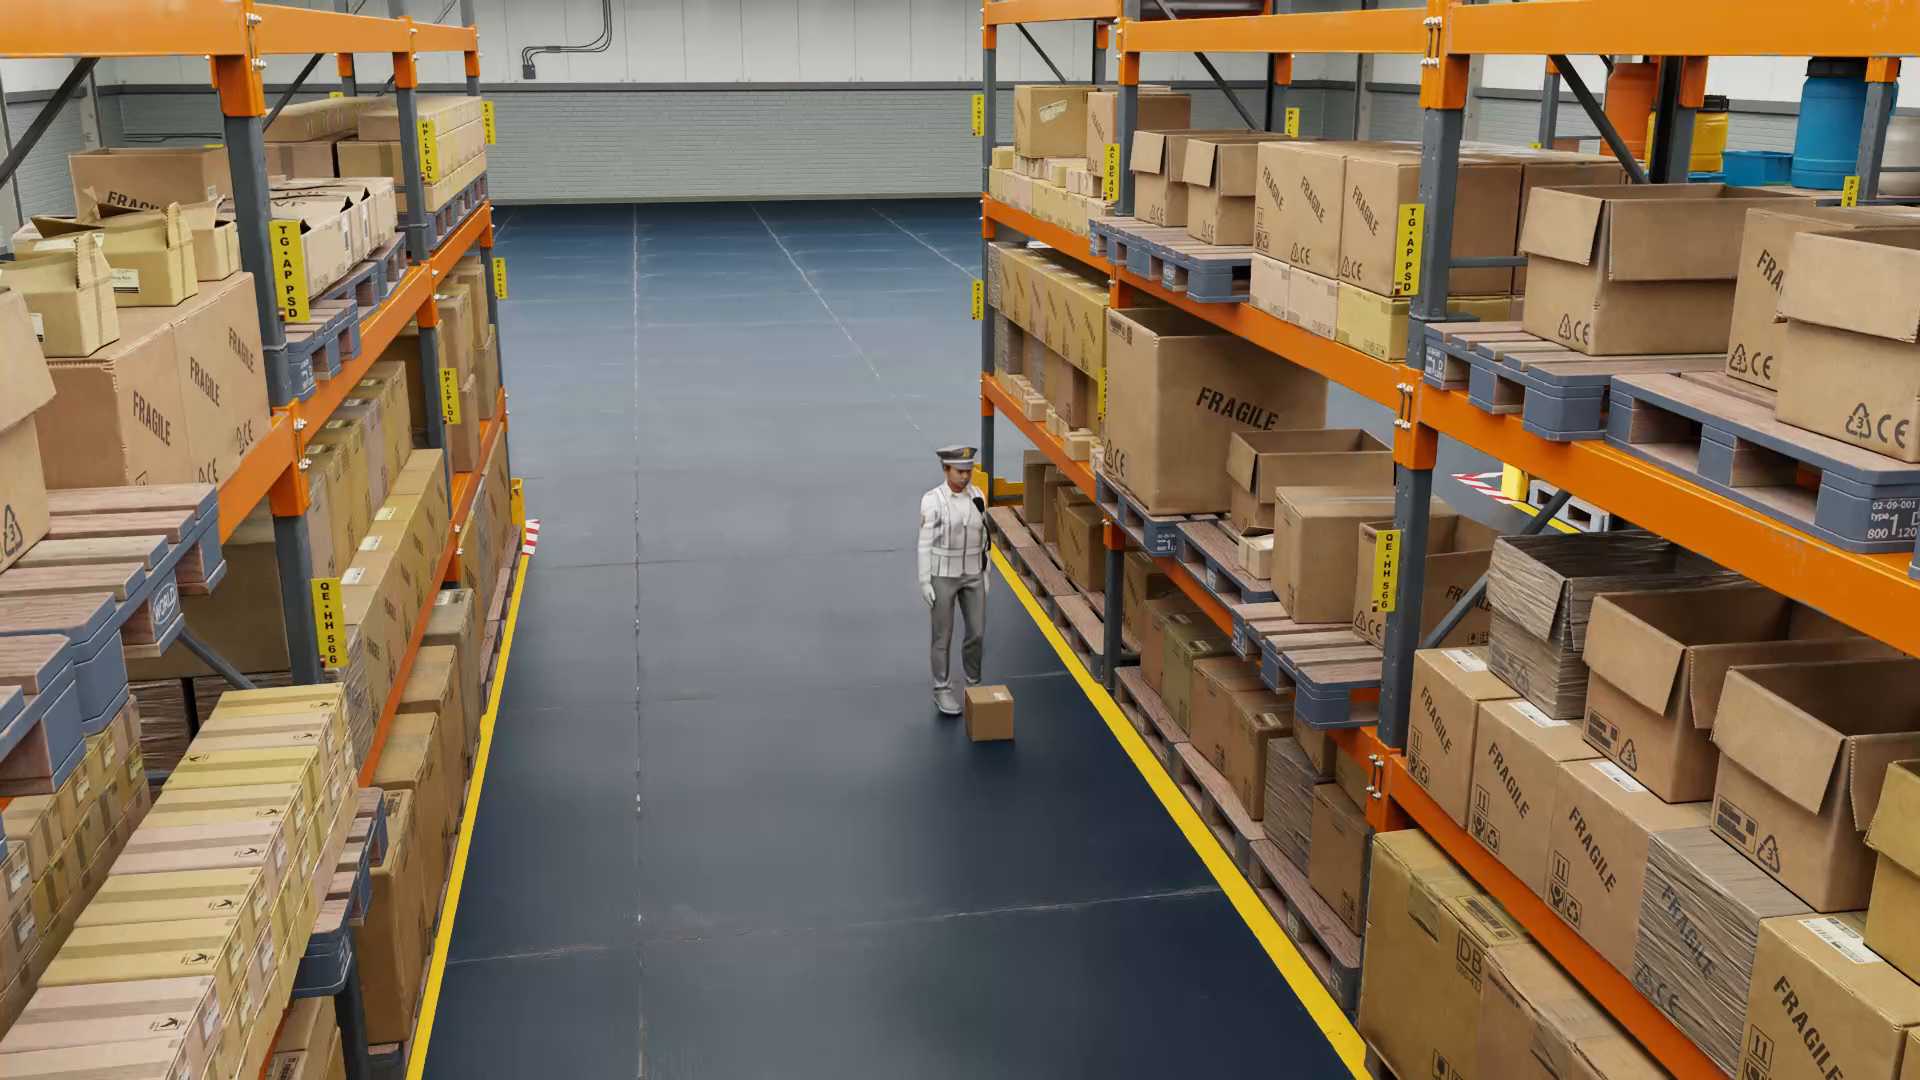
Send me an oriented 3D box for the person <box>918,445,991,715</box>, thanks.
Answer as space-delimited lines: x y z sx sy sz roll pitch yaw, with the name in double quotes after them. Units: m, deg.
-0.024 0.257 10.215 0.495 1.729 0.335 -8 18 -24 "person"
